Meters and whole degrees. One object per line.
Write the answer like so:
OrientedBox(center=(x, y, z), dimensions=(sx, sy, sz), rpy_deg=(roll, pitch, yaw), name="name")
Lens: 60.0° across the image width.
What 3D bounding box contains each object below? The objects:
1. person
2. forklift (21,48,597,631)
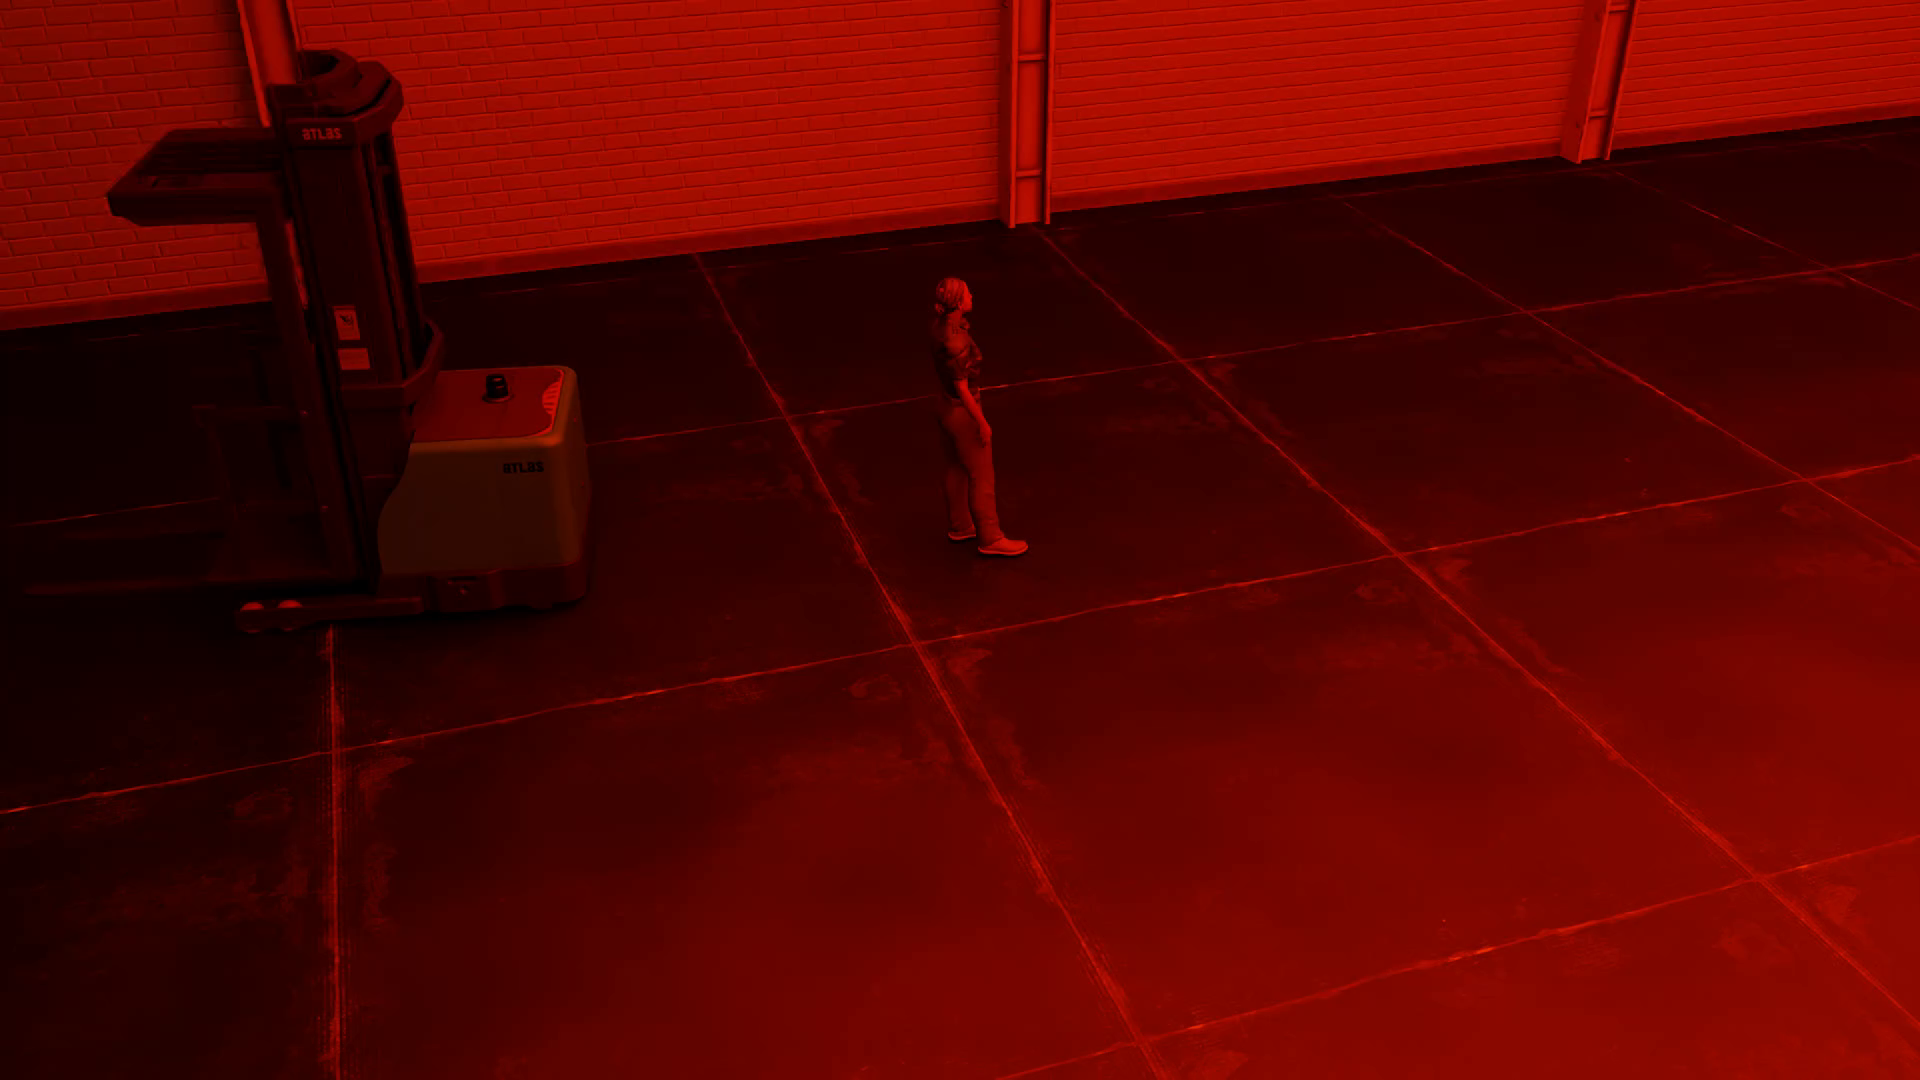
OrientedBox(center=(0.090, -0.728, 9.617), dimensions=(0.503, 1.656, 0.569), rpy_deg=(-10, 31, -16), name="person")
OrientedBox(center=(-3.660, -1.038, 8.890), dimensions=(3.031, 2.935, 1.130), rpy_deg=(-3, 30, -6), name="forklift")
